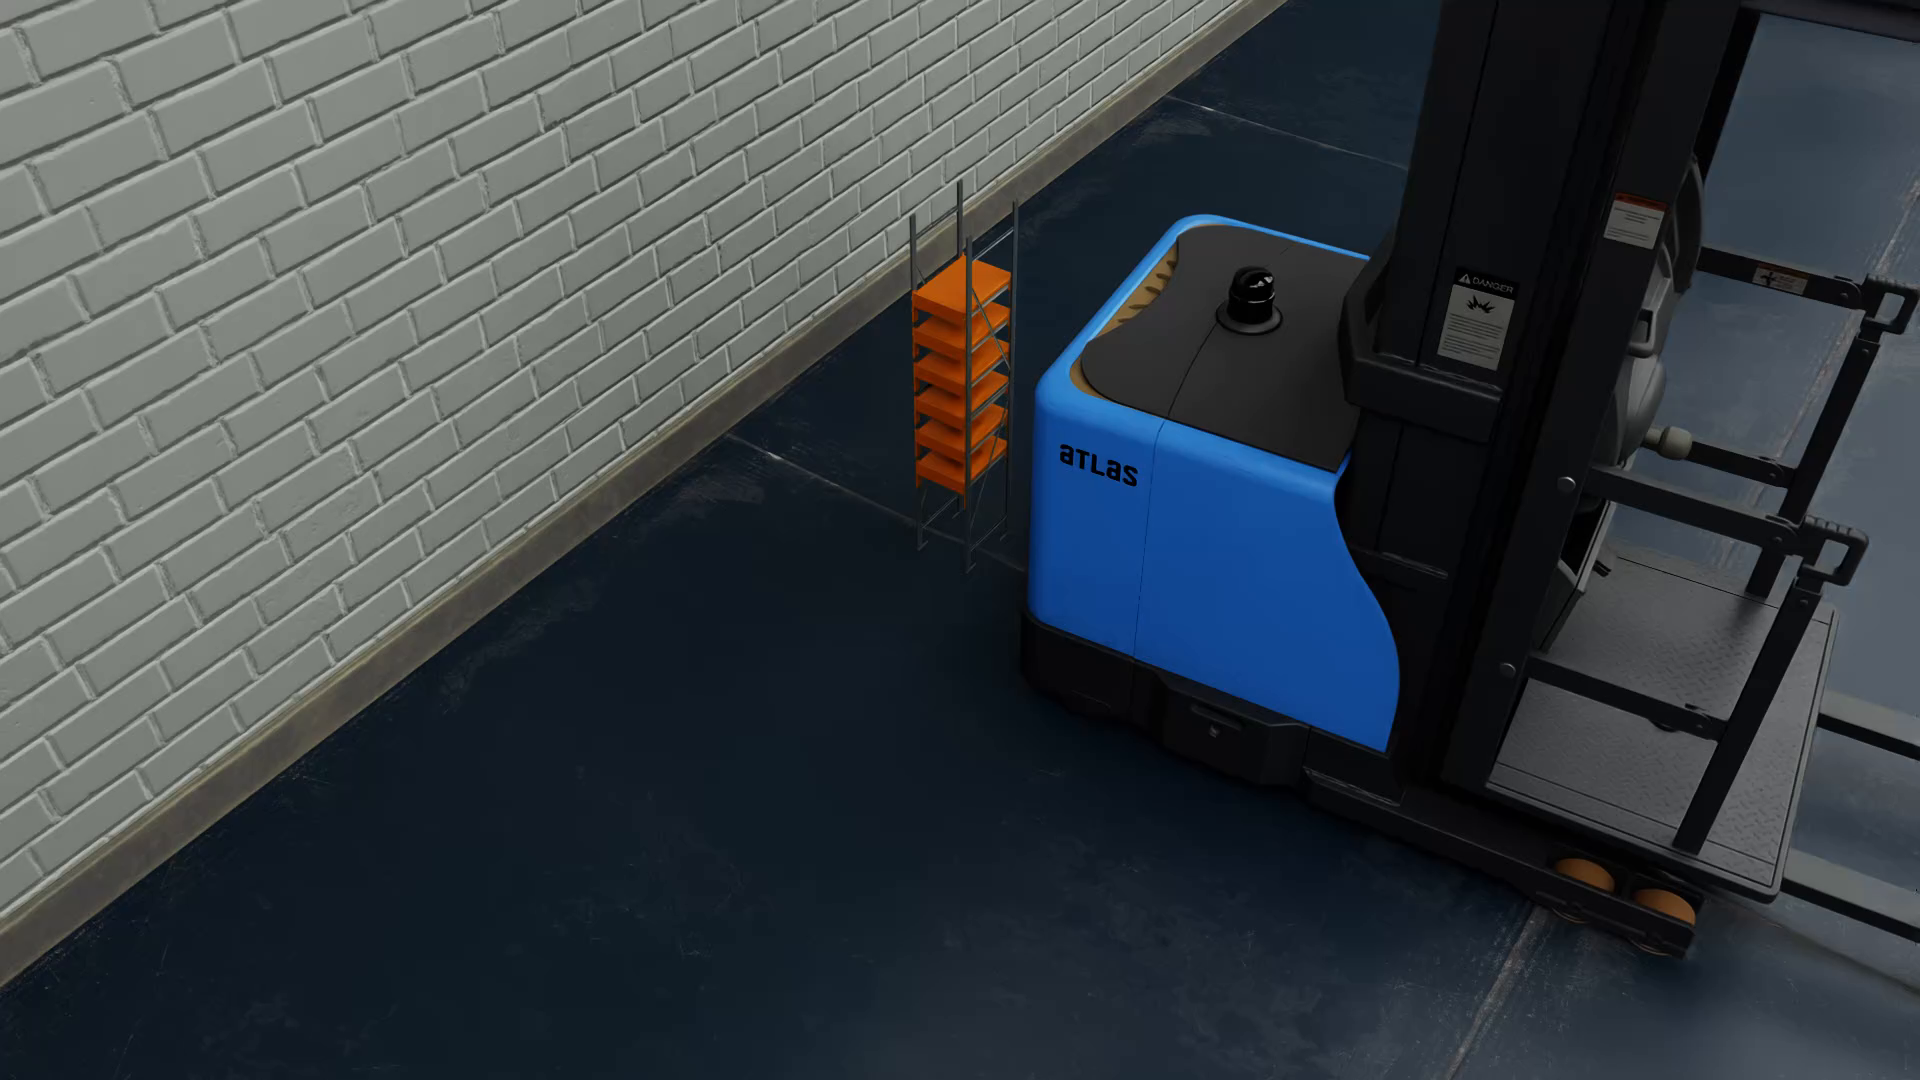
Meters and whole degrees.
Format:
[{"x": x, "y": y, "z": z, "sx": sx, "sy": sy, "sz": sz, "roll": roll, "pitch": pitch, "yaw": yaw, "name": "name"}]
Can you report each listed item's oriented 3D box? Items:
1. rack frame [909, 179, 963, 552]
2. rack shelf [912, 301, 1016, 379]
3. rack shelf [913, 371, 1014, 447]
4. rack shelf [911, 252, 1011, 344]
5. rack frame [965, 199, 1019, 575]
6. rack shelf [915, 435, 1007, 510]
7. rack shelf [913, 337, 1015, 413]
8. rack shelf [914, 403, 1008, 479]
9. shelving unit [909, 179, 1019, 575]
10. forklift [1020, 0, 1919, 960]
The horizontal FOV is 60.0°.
[{"x": -0.063, "y": -0.477, "z": 4.883, "sx": 0.006, "sy": 1.200, "sz": 0.240, "roll": 25, "pitch": 48, "yaw": 25, "name": "rack frame"}, {"x": 0.012, "y": -0.587, "z": 4.713, "sx": 0.180, "sy": 0.103, "sz": 0.258, "roll": 25, "pitch": 48, "yaw": 25, "name": "rack shelf"}, {"x": 0.012, "y": -0.408, "z": 4.873, "sx": 0.180, "sy": 0.103, "sz": 0.258, "roll": 25, "pitch": 48, "yaw": 25, "name": "rack shelf"}, {"x": 0.012, "y": -0.677, "z": 4.633, "sx": 0.180, "sy": 0.103, "sz": 0.258, "roll": 25, "pitch": 48, "yaw": 25, "name": "rack shelf"}, {"x": 0.087, "y": -0.407, "z": 4.805, "sx": 0.006, "sy": 1.200, "sz": 0.240, "roll": 25, "pitch": 48, "yaw": 25, "name": "rack frame"}, {"x": 0.012, "y": -0.230, "z": 5.033, "sx": 0.180, "sy": 0.103, "sz": 0.258, "roll": 25, "pitch": 48, "yaw": 25, "name": "rack shelf"}, {"x": 0.012, "y": -0.498, "z": 4.793, "sx": 0.180, "sy": 0.103, "sz": 0.258, "roll": 25, "pitch": 48, "yaw": 25, "name": "rack shelf"}, {"x": 0.012, "y": -0.319, "z": 4.953, "sx": 0.180, "sy": 0.103, "sz": 0.258, "roll": 25, "pitch": 48, "yaw": 25, "name": "rack shelf"}, {"x": 0.012, "y": -0.442, "z": 4.844, "sx": 0.189, "sy": 1.200, "sz": 0.258, "roll": 25, "pitch": 48, "yaw": 25, "name": "shelving unit"}, {"x": 1.712, "y": -0.478, "z": 3.586, "sx": 3.031, "sy": 2.935, "sz": 1.130, "roll": 20, "pitch": 46, "yaw": 21, "name": "forklift"}]
